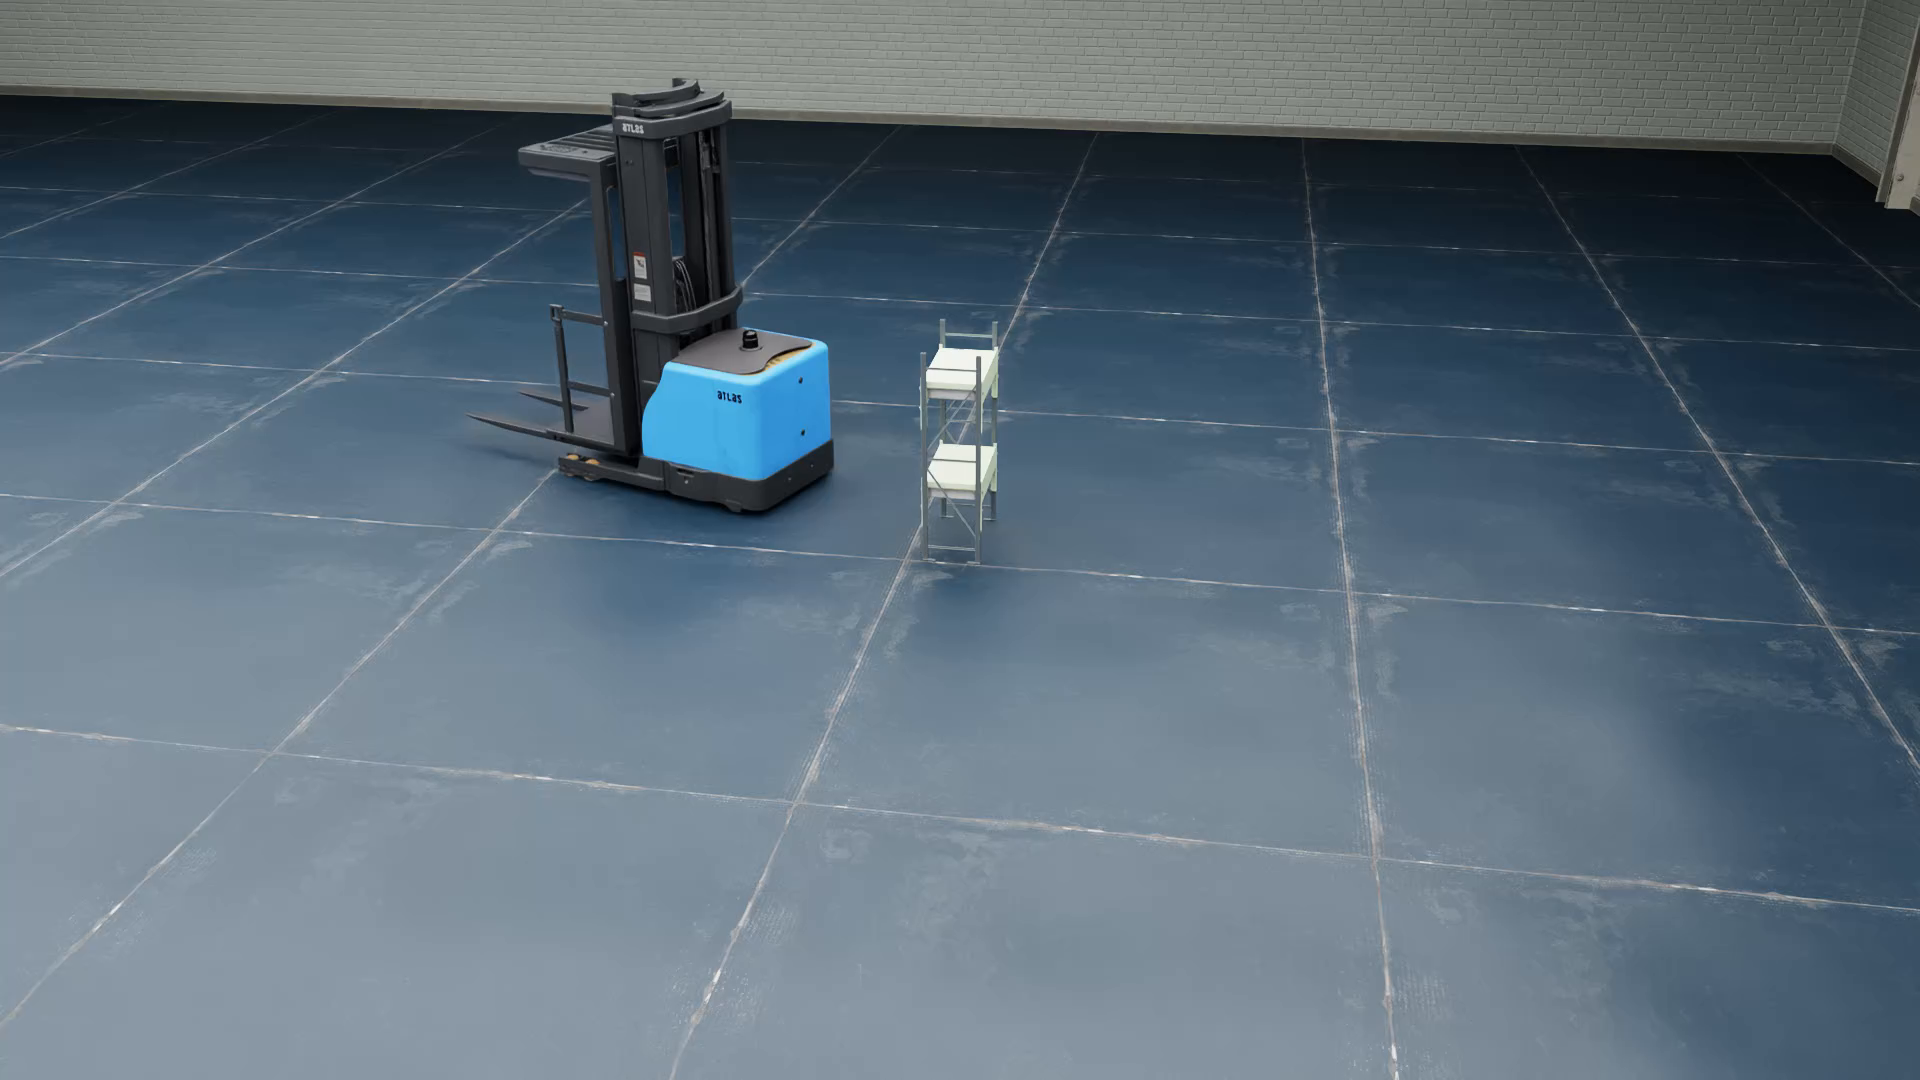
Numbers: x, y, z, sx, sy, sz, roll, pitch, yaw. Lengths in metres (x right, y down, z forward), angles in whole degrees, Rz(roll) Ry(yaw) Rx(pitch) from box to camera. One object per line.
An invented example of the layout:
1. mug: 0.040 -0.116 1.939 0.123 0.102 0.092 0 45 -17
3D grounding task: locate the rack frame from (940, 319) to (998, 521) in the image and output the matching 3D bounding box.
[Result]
1. rack frame: 0.061 -0.835 11.809 0.400 1.500 0.023 4 25 9

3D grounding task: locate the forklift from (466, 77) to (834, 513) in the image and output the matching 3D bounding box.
1. forklift: -2.513 -1.960 12.524 3.031 2.935 1.130 13 28 26

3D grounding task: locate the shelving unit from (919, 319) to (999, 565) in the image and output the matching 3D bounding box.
1. shelving unit: 0.001 -0.682 11.482 0.431 1.500 0.755 4 25 9

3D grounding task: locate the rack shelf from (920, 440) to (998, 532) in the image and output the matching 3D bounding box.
1. rack shelf: 0.001 -0.387 11.620 0.431 0.370 0.720 4 25 9

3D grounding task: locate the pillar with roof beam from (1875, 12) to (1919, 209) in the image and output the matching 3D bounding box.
1. pillar with roof beam: 7.381 -8.548 19.442 9.100 9.000 0.400 4 25 9

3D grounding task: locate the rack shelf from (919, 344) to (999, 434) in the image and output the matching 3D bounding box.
1. rack shelf: 0.001 -1.036 11.317 0.431 0.370 0.720 4 25 9

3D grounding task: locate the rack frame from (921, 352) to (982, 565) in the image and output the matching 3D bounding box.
1. rack frame: -0.059 -0.529 11.155 0.400 1.500 0.023 4 25 9
